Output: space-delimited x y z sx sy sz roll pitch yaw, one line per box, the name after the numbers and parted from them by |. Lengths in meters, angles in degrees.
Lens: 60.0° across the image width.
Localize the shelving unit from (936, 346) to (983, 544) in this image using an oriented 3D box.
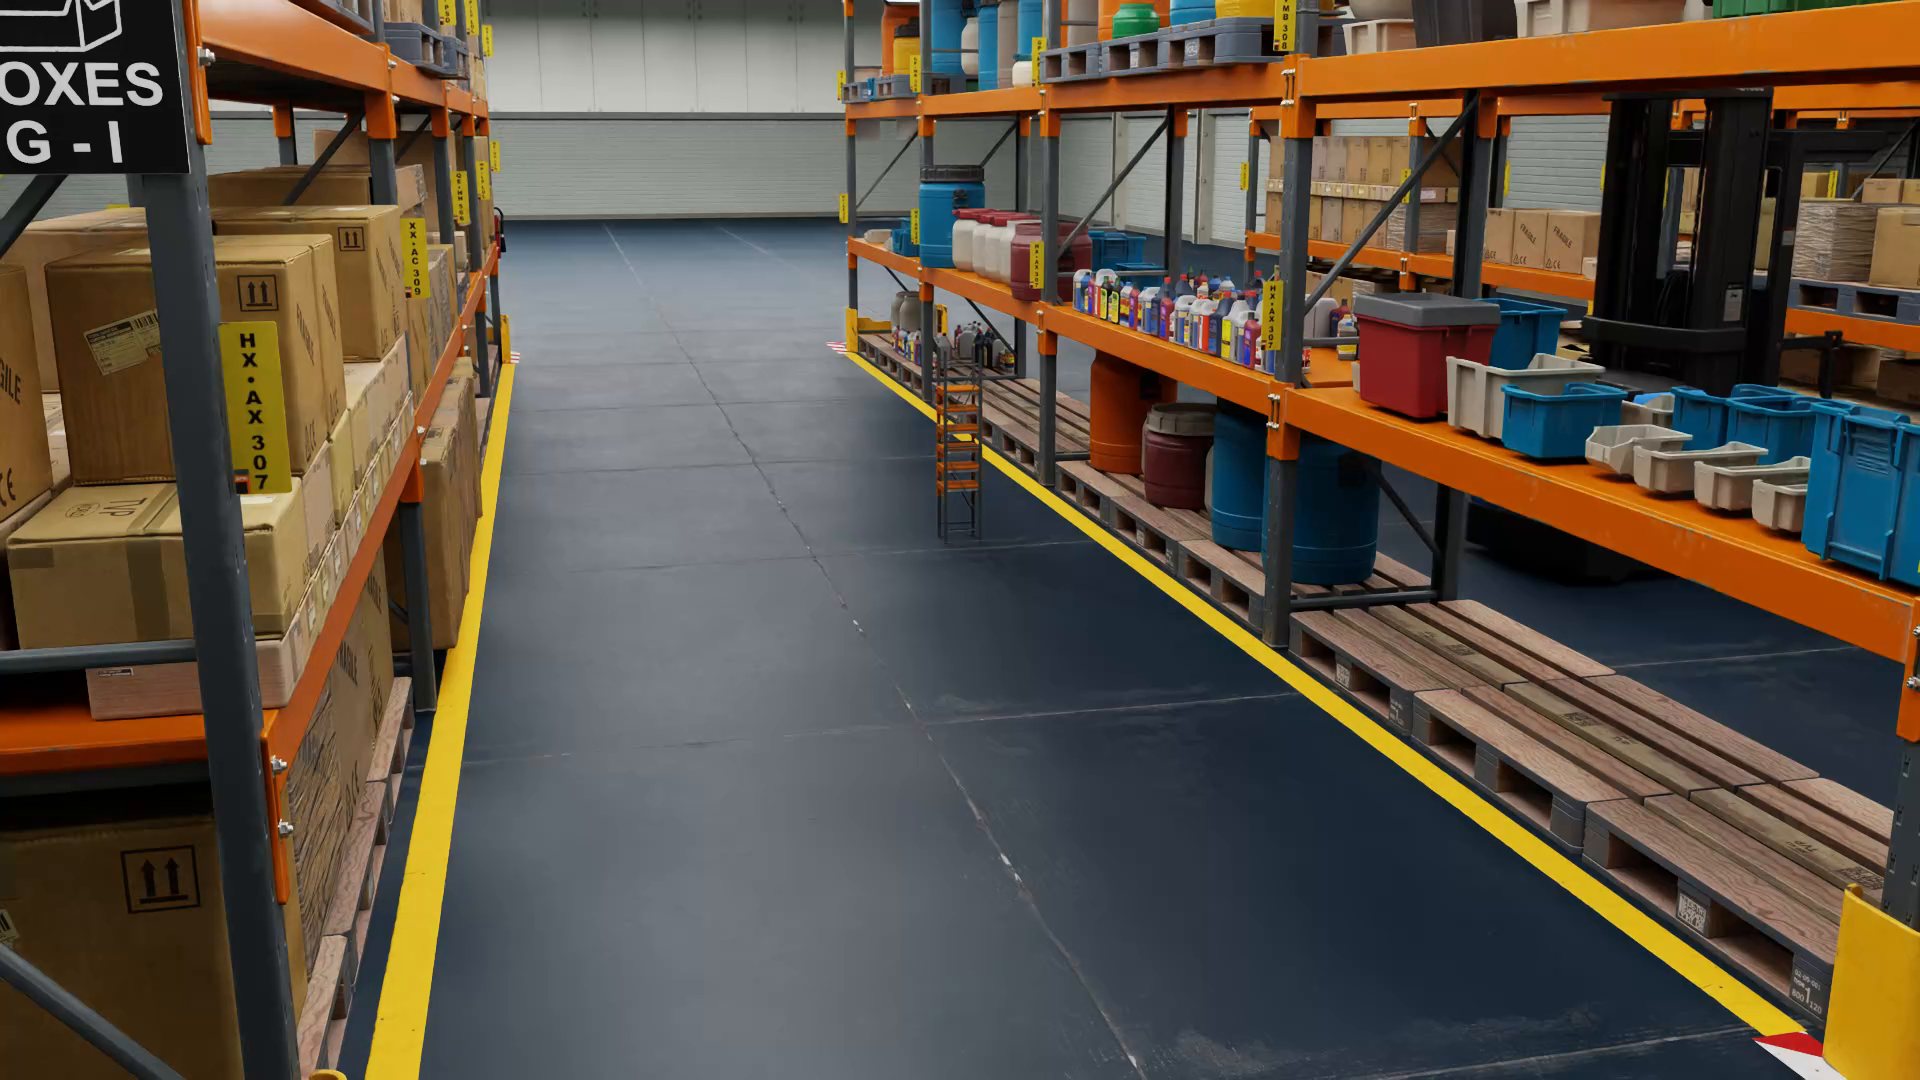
-0.003 -0.586 10.298 0.258 1.200 0.189 -3 14 -13 | shelving unit

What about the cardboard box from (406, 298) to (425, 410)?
-2.668 -0.849 7.372 0.500 0.500 0.500 -3 14 -13 | cardboard box

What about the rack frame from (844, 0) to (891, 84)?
-0.807 -6.639 18.642 1.000 3.000 0.127 -3 14 -13 | rack frame

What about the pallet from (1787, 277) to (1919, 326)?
6.349 -1.613 11.114 1.003 0.211 1.213 -3 14 -13 | pallet

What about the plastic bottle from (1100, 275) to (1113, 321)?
0.955 -1.565 10.757 0.061 0.283 0.133 -3 14 -13 | plastic bottle

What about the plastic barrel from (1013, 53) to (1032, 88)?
0.546 -3.550 12.608 0.301 0.262 0.301 0 14 0 | plastic barrel

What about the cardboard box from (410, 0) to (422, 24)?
-3.529 -3.178 9.692 0.797 0.503 0.637 -2 14 -10 | cardboard box

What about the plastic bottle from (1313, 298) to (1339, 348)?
2.055 -1.238 9.436 0.152 0.276 0.135 -3 14 -13 | plastic bottle

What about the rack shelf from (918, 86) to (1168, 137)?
0.602 -3.449 13.418 1.077 0.370 4.000 -3 14 -13 | rack shelf

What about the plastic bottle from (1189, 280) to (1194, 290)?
1.591 -1.686 11.426 0.097 0.201 0.097 0 14 0 | plastic bottle

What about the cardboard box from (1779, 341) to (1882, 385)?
6.353 -1.303 12.200 0.500 0.250 0.500 -3 14 -11 | cardboard box

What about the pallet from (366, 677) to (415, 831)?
-2.701 0.854 6.488 1.003 0.211 1.213 -3 14 -13 | pallet

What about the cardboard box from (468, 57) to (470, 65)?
-4.459 -4.196 14.438 0.380 0.149 0.250 -4 14 -15 | cardboard box

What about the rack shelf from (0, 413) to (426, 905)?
-2.334 0.130 5.090 1.077 0.370 4.000 -3 14 -13 | rack shelf

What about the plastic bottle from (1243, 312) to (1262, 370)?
1.506 -1.024 8.543 0.061 0.283 0.133 -3 14 -13 | plastic bottle

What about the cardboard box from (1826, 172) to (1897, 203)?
9.855 -3.776 18.255 0.500 0.500 0.500 -4 14 -14 | cardboard box

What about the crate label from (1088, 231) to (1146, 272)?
1.101 -2.141 12.795 0.502 0.435 0.616 -3 14 -13 | crate label

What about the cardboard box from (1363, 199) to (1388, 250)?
4.708 -3.349 17.606 0.700 0.500 0.500 -3 14 -14 | cardboard box

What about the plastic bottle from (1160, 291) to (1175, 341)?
1.215 -1.309 9.710 0.061 0.283 0.133 -3 14 -13 | plastic bottle

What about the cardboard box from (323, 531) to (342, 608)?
-1.811 0.086 4.286 0.380 0.149 0.250 -4 14 -14 | cardboard box

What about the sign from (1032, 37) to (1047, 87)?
0.539 -3.253 11.324 0.100 0.325 0.005 -3 14 -13 | sign

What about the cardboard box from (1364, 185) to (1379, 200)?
4.493 -3.670 17.551 0.380 0.149 0.250 -3 14 -13 | cardboard box

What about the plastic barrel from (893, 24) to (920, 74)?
-0.416 -5.222 17.878 0.600 0.588 0.600 0 14 0 | plastic barrel

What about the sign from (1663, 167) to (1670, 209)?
5.349 -2.685 12.659 0.100 0.325 0.005 -3 14 -13 | sign

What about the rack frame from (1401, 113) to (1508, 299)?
4.948 -3.077 16.703 1.000 3.000 0.127 -3 14 -13 | rack frame

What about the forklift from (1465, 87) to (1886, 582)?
4.640 -1.400 9.980 3.031 2.935 1.130 -6 15 -24 | forklift

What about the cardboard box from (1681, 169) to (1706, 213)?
8.864 -4.217 20.063 0.500 0.500 0.500 -4 14 -15 | cardboard box

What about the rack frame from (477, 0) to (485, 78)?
-5.621 -6.363 17.512 1.000 3.000 0.127 -3 14 -13 | rack frame

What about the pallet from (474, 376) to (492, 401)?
-4.874 -1.325 15.404 1.003 0.211 1.213 -3 14 -13 | pallet

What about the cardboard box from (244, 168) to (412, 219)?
-3.272 -1.665 8.597 0.797 0.503 0.637 -3 14 -11 | cardboard box

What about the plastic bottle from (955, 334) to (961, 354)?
-0.001 -2.077 17.578 0.097 0.201 0.097 0 14 0 | plastic bottle

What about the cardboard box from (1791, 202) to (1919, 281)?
6.174 -2.047 11.388 0.700 0.500 0.500 -1 14 -3 | cardboard box

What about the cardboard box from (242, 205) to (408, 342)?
-2.435 -1.025 6.413 0.500 0.500 0.500 -3 14 -12 | cardboard box

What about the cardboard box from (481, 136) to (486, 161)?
-5.014 -3.784 16.651 0.500 0.500 0.500 -3 14 -13 | cardboard box

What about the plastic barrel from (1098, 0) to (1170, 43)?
1.202 -3.618 10.806 0.600 0.830 0.708 -3 14 -13 | plastic barrel

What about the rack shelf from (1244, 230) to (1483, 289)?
4.478 -3.189 18.677 1.077 0.370 4.000 -3 14 -13 | rack shelf

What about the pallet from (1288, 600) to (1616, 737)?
2.222 0.565 7.668 1.003 0.211 1.213 -3 14 -13 | pallet

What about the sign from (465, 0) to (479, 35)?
-4.143 -4.458 14.113 0.100 0.325 0.005 -3 14 -13 | sign

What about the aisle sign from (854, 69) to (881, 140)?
-1.109 -4.988 19.046 0.394 0.787 0.004 -3 14 -13 | aisle sign

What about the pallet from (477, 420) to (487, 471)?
-4.208 -0.710 12.889 1.003 0.211 1.213 -3 14 -13 | pallet

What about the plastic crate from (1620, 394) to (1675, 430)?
2.712 -0.473 6.471 0.293 0.136 0.466 -3 14 -13 | plastic crate

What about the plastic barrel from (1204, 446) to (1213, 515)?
1.688 -0.377 10.008 0.421 0.512 0.421 0 14 0 | plastic barrel

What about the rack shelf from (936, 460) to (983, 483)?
-0.003 -0.426 10.337 0.258 0.103 0.180 -3 14 -13 | rack shelf

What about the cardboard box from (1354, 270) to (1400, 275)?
4.789 -2.780 18.816 0.500 0.500 0.500 -3 14 -13 | cardboard box

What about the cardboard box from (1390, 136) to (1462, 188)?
4.838 -3.858 16.955 0.700 0.500 0.500 -3 14 -13 | cardboard box

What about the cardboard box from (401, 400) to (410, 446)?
-2.352 -0.447 6.466 0.380 0.149 0.250 -3 14 -12 | cardboard box

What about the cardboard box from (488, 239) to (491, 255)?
-4.899 -2.932 16.639 0.380 0.149 0.250 -3 14 -13 | cardboard box

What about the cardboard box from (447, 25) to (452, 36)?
-3.719 -3.592 11.225 0.500 0.500 0.500 -3 14 -13 | cardboard box

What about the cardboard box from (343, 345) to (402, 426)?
-2.321 -0.546 6.030 0.500 0.250 0.500 -3 14 -11 | cardboard box

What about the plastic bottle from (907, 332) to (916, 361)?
-0.454 -1.982 17.031 0.152 0.276 0.135 -3 14 -12 | plastic bottle

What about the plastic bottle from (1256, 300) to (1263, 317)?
1.617 -1.135 8.855 0.144 0.351 0.185 -3 14 -13 | plastic bottle

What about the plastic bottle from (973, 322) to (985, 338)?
0.202 -2.080 17.275 0.144 0.351 0.185 -3 14 -14 | plastic bottle

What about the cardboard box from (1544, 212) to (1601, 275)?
5.478 -2.589 14.495 0.500 0.500 0.500 -4 14 -16 | cardboard box

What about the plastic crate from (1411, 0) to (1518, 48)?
2.036 -2.049 6.447 0.497 0.269 0.590 -3 14 -13 | plastic crate

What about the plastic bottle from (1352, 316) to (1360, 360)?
2.187 -1.109 8.907 0.152 0.276 0.135 -3 14 -13 | plastic bottle
